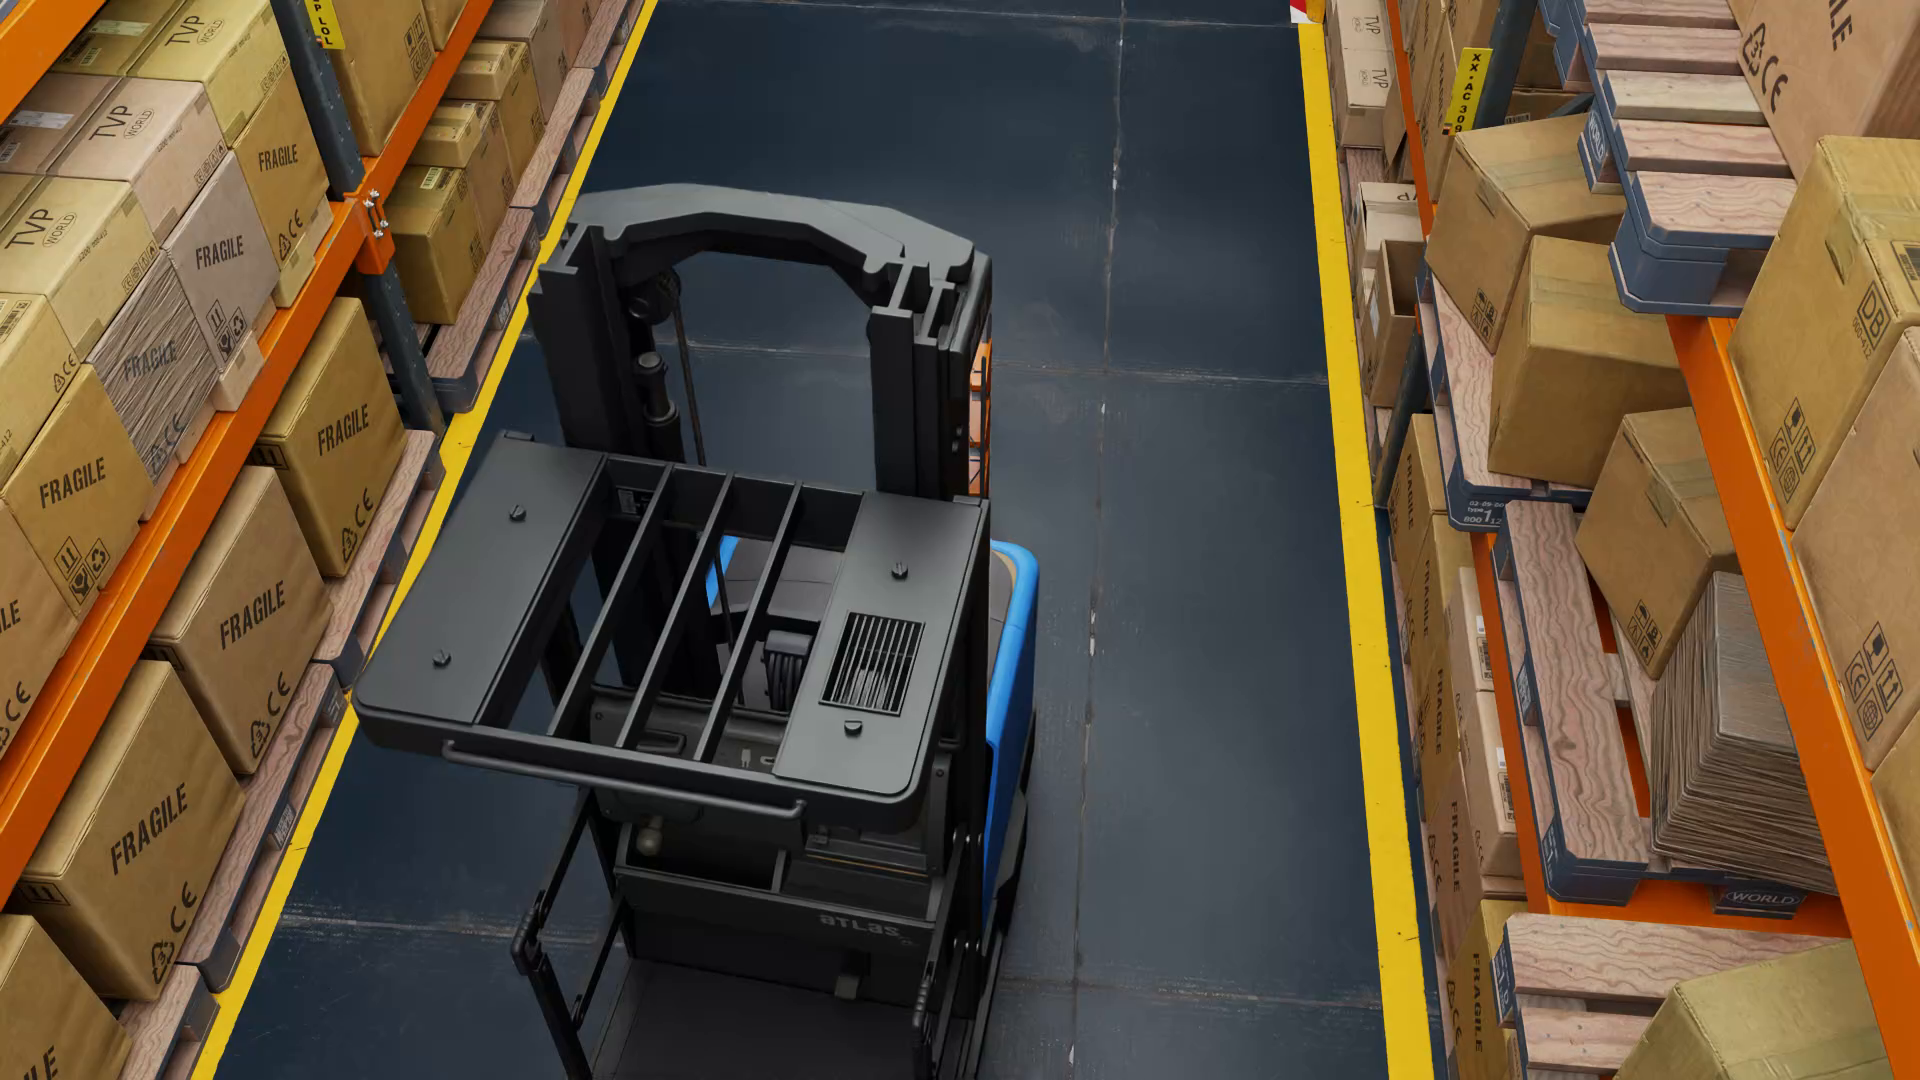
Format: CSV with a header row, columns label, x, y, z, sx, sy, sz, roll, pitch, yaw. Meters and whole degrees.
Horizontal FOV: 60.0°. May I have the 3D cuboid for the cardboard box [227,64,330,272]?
label,x,y,z,sx,sy,sz,roll,pitch,yaw
cardboard box,-2.511,-1.265,5.591,0.500,0.500,0.500,3,48,3

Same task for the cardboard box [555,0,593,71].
label,x,y,z,sx,sy,sz,roll,pitch,yaw
cardboard box,-2.366,-2.829,8.714,0.700,0.500,0.500,4,48,3

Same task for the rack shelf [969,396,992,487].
label,x,y,z,sx,sy,sz,roll,pitch,yaw
rack shelf,0.005,-0.387,6.406,0.215,0.259,0.240,4,48,4

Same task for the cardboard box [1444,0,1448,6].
label,x,y,z,sx,sy,sz,roll,pitch,yaw
cardboard box,2.045,-2.287,6.063,0.500,0.500,0.500,3,48,3

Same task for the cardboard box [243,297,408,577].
label,x,y,z,sx,sy,sz,roll,pitch,yaw
cardboard box,-2.650,-0.410,6.265,0.750,0.750,0.750,4,48,4

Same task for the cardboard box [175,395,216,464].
label,x,y,z,sx,sy,sz,roll,pitch,yaw
cardboard box,-2.591,-0.387,5.228,0.380,0.149,0.250,4,48,4

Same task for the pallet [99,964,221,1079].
label,x,y,z,sx,sy,sz,roll,pitch,yaw
pallet,-2.938,1.826,4.937,1.003,0.211,1.213,4,48,4

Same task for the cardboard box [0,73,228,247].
label,x,y,z,sx,sy,sz,roll,pitch,yaw
cardboard box,-2.564,-1.139,4.968,0.500,0.250,0.500,5,48,4

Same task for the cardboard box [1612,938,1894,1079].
label,x,y,z,sx,sy,sz,roll,pitch,yaw
cardboard box,1.794,1.143,3.319,0.700,0.500,0.500,-11,48,-10

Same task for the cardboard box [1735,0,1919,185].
label,x,y,z,sx,sy,sz,roll,pitch,yaw
cardboard box,1.975,-1.026,3.203,0.600,0.600,0.600,2,48,2

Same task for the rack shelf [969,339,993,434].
label,x,y,z,sx,sy,sz,roll,pitch,yaw
rack shelf,0.005,-0.578,6.197,0.215,0.259,0.240,4,48,4

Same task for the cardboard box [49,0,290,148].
label,x,y,z,sx,sy,sz,roll,pitch,yaw
cardboard box,-2.508,-1.514,5.311,0.500,0.250,0.500,5,48,4

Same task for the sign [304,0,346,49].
label,x,y,z,sx,sy,sz,roll,pitch,yaw
sign,-2.179,-1.815,5.646,0.100,0.325,0.005,4,48,4

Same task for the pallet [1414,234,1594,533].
label,x,y,z,sx,sy,sz,roll,pitch,yaw
pallet,2.031,-0.505,5.310,1.003,0.211,1.213,4,48,4

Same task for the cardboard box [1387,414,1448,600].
label,x,y,z,sx,sy,sz,roll,pitch,yaw
cardboard box,1.926,-0.116,6.219,0.500,0.500,0.500,2,48,2

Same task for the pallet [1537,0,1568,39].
label,x,y,z,sx,sy,sz,roll,pitch,yaw
pallet,2.084,-1.624,4.298,1.213,0.211,1.003,4,48,4

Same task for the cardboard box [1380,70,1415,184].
label,x,y,z,sx,sy,sz,roll,pitch,yaw
cardboard box,2.379,-1.837,7.791,0.797,0.503,0.637,4,48,4

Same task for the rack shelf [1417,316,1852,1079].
label,x,y,z,sx,sy,sz,roll,pitch,yaw
rack shelf,2.031,0.562,4.690,1.077,0.370,4.000,4,48,4

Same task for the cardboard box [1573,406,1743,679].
label,x,y,z,sx,sy,sz,roll,pitch,yaw
cardboard box,2.113,-0.023,4.386,0.700,0.500,0.500,-7,48,-6

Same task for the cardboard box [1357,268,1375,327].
label,x,y,z,sx,sy,sz,roll,pitch,yaw
cardboard box,1.957,-1.054,7.315,0.380,0.149,0.250,4,48,4

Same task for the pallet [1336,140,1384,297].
label,x,y,z,sx,sy,sz,roll,pitch,yaw
pallet,2.385,-1.612,8.082,1.003,0.211,1.213,4,48,4

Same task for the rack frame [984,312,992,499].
label,x,y,z,sx,sy,sz,roll,pitch,yaw
rack frame,0.016,-0.483,6.481,0.200,1.050,0.008,4,48,4

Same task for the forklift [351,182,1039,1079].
label,x,y,z,sx,sy,sz,roll,pitch,yaw
forklift,-0.527,0.753,4.075,1.130,2.935,3.031,8,48,8

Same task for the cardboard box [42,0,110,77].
label,x,y,z,sx,sy,sz,roll,pitch,yaw
cardboard box,-3.022,-1.554,5.347,0.500,0.250,0.500,5,48,5

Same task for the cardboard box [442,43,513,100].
label,x,y,z,sx,sy,sz,roll,pitch,yaw
cardboard box,-2.290,-2.163,7.665,0.380,0.149,0.250,3,48,2

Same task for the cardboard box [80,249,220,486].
label,x,y,z,sx,sy,sz,roll,pitch,yaw
cardboard box,-2.602,-0.521,4.911,0.500,0.500,0.500,4,48,4

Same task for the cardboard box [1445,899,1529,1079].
label,x,y,z,sx,sy,sz,roll,pitch,yaw
cardboard box,1.747,1.401,4.832,0.500,0.500,0.500,2,48,2

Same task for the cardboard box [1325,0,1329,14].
label,x,y,z,sx,sy,sz,roll,pitch,yaw
cardboard box,2.197,-2.991,9.087,0.380,0.149,0.250,4,48,4

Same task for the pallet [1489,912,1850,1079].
label,x,y,z,sx,sy,sz,roll,pitch,yaw
pallet,1.840,1.351,3.611,1.213,0.211,1.003,4,48,4

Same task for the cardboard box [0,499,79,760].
label,x,y,z,sx,sy,sz,roll,pitch,yaw
cardboard box,-2.683,0.229,4.224,0.500,0.500,0.500,4,48,3

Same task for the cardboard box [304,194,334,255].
label,x,y,z,sx,sy,sz,roll,pitch,yaw
cardboard box,-2.469,-1.135,5.912,0.380,0.149,0.250,4,48,4

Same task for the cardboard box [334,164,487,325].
label,x,y,z,sx,sy,sz,roll,pitch,yaw
cardboard box,-2.550,-1.321,7.335,0.700,0.500,0.500,4,48,4

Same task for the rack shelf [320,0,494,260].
label,x,y,z,sx,sy,sz,roll,pitch,yaw
rack shelf,-2.538,-2.707,7.681,1.077,0.370,4.000,4,48,4

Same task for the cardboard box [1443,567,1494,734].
label,x,y,z,sx,sy,sz,roll,pitch,yaw
cardboard box,1.835,0.366,5.270,0.500,0.250,0.500,4,48,4

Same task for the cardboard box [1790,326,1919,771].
label,x,y,z,sx,sy,sz,roll,pitch,yaw
cardboard box,1.901,0.046,2.575,0.910,0.500,0.500,4,48,4

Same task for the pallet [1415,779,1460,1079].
label,x,y,z,sx,sy,sz,roll,pitch,yaw
pallet,2.068,1.290,5.427,1.003,0.211,1.213,4,48,4

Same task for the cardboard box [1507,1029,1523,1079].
label,x,y,z,sx,sy,sz,roll,pitch,yaw
cardboard box,1.701,1.487,4.245,0.500,0.250,0.500,6,48,5

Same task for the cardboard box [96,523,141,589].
label,x,y,z,sx,sy,sz,roll,pitch,yaw
cardboard box,-2.664,-0.010,4.883,0.380,0.149,0.250,5,48,5

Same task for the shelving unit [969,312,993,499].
label,x,y,z,sx,sy,sz,roll,pitch,yaw
shelving unit,0.005,-0.394,6.399,0.215,1.050,0.252,4,48,4

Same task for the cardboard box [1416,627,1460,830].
label,x,y,z,sx,sy,sz,roll,pitch,yaw
cardboard box,1.836,0.644,5.524,0.500,0.500,0.500,4,48,4

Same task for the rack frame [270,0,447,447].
label,x,y,z,sx,sy,sz,roll,pitch,yaw
rack frame,-2.720,-1.480,6.071,1.000,3.000,0.127,4,48,4

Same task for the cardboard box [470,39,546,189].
label,x,y,z,sx,sy,sz,roll,pitch,yaw
cardboard box,-2.452,-2.067,8.017,0.700,0.500,0.500,5,48,4

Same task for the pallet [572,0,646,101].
label,x,y,z,sx,sy,sz,roll,pitch,yaw
pallet,-2.351,-2.886,9.246,1.003,0.211,1.213,4,48,4

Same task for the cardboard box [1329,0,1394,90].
label,x,y,z,sx,sy,sz,roll,pitch,yaw
cardboard box,2.200,-2.562,8.626,0.500,0.250,0.500,4,48,4

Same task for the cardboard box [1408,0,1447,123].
label,x,y,z,sx,sy,sz,roll,pitch,yaw
cardboard box,2.049,-1.947,6.430,0.500,0.500,0.500,5,48,5

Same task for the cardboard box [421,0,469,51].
label,x,y,z,sx,sy,sz,roll,pitch,yaw
cardboard box,-2.583,-2.515,6.814,0.980,0.700,0.700,3,48,3

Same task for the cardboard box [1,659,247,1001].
label,x,y,z,sx,sy,sz,roll,pitch,yaw
cardboard box,-2.801,0.868,5.096,0.750,0.750,0.750,4,48,3

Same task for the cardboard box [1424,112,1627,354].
label,x,y,z,sx,sy,sz,roll,pitch,yaw
cardboard box,1.947,-0.992,5.273,0.700,0.500,0.500,-11,48,-10

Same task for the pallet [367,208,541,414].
label,x,y,z,sx,sy,sz,roll,pitch,yaw
pallet,-2.573,-1.093,7.606,1.003,0.211,1.213,4,48,4

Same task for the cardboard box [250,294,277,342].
label,x,y,z,sx,sy,sz,roll,pitch,yaw
cardboard box,-2.537,-0.761,5.570,0.380,0.149,0.250,5,48,5
